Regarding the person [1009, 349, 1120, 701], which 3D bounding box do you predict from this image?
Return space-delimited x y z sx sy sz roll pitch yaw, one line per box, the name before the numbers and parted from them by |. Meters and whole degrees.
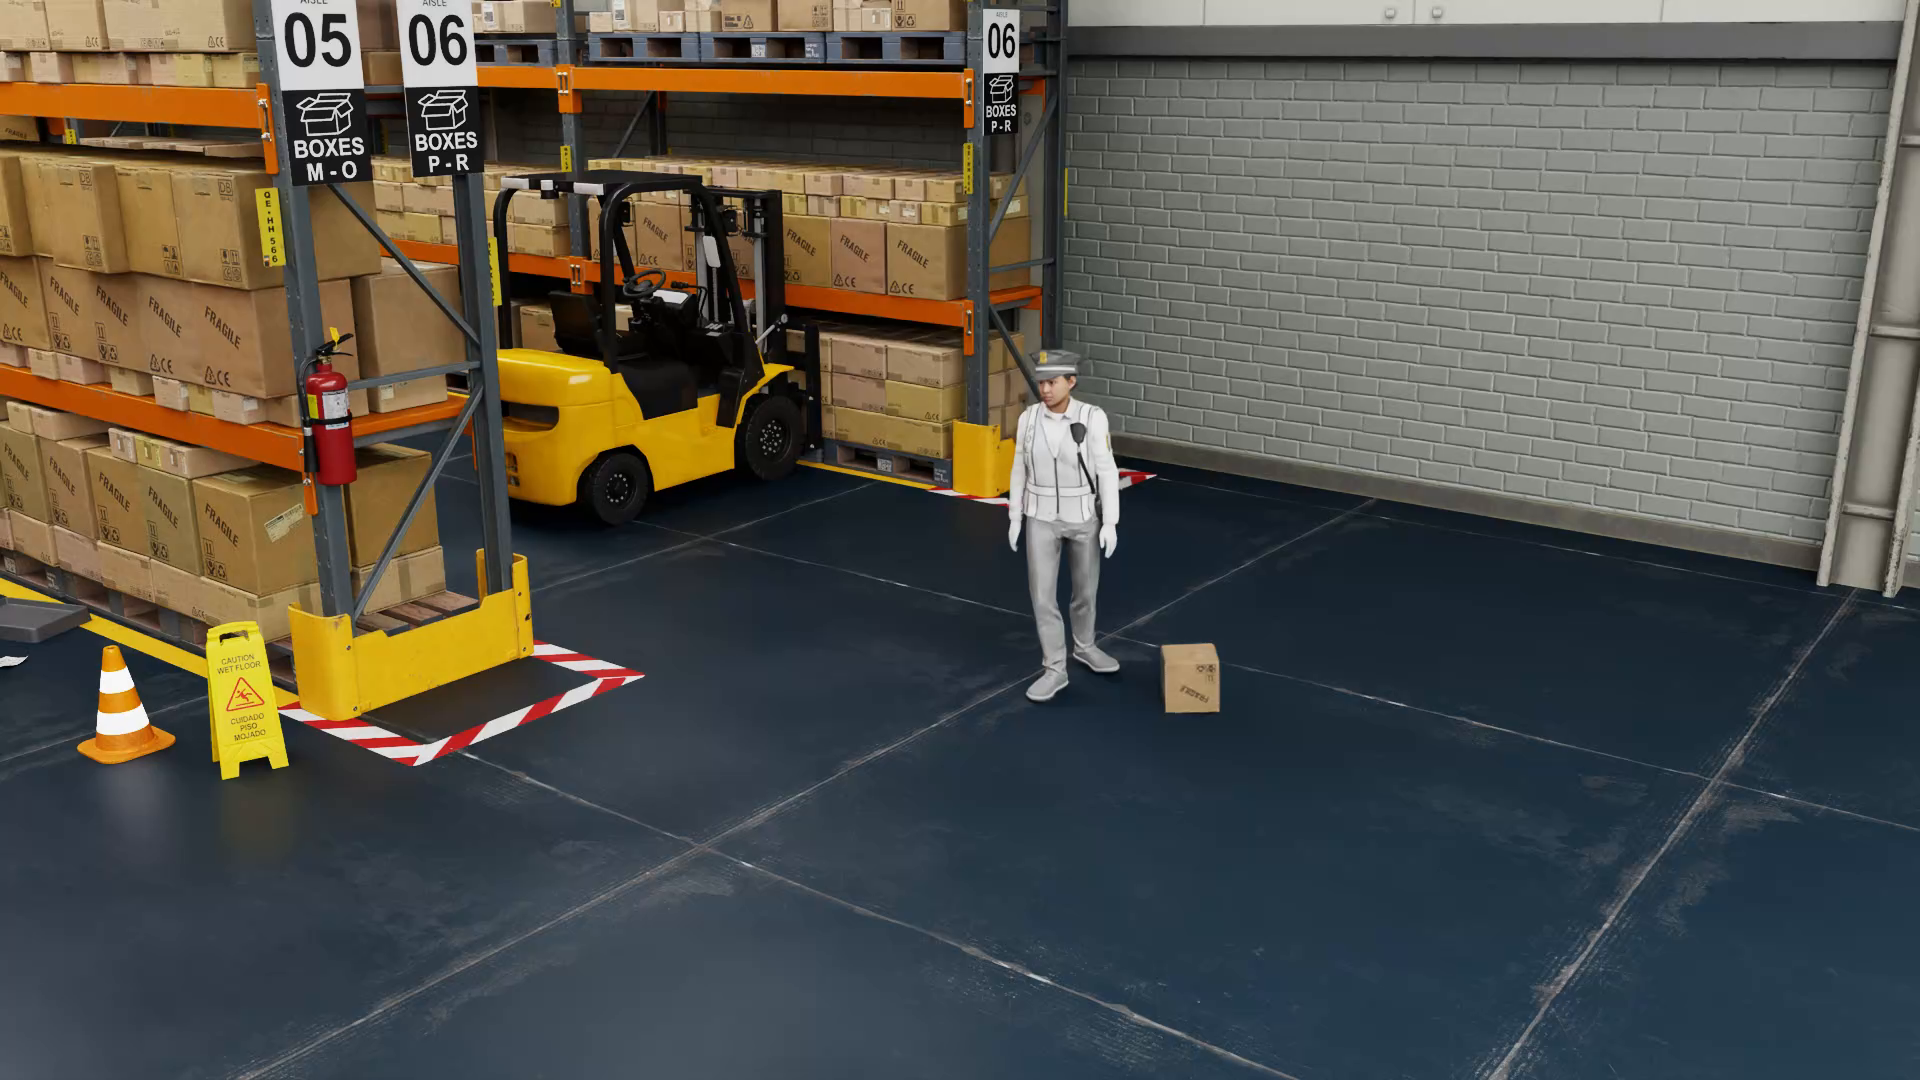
person | 0.497 -0.103 7.870 0.536 1.667 0.569 4 17 13
